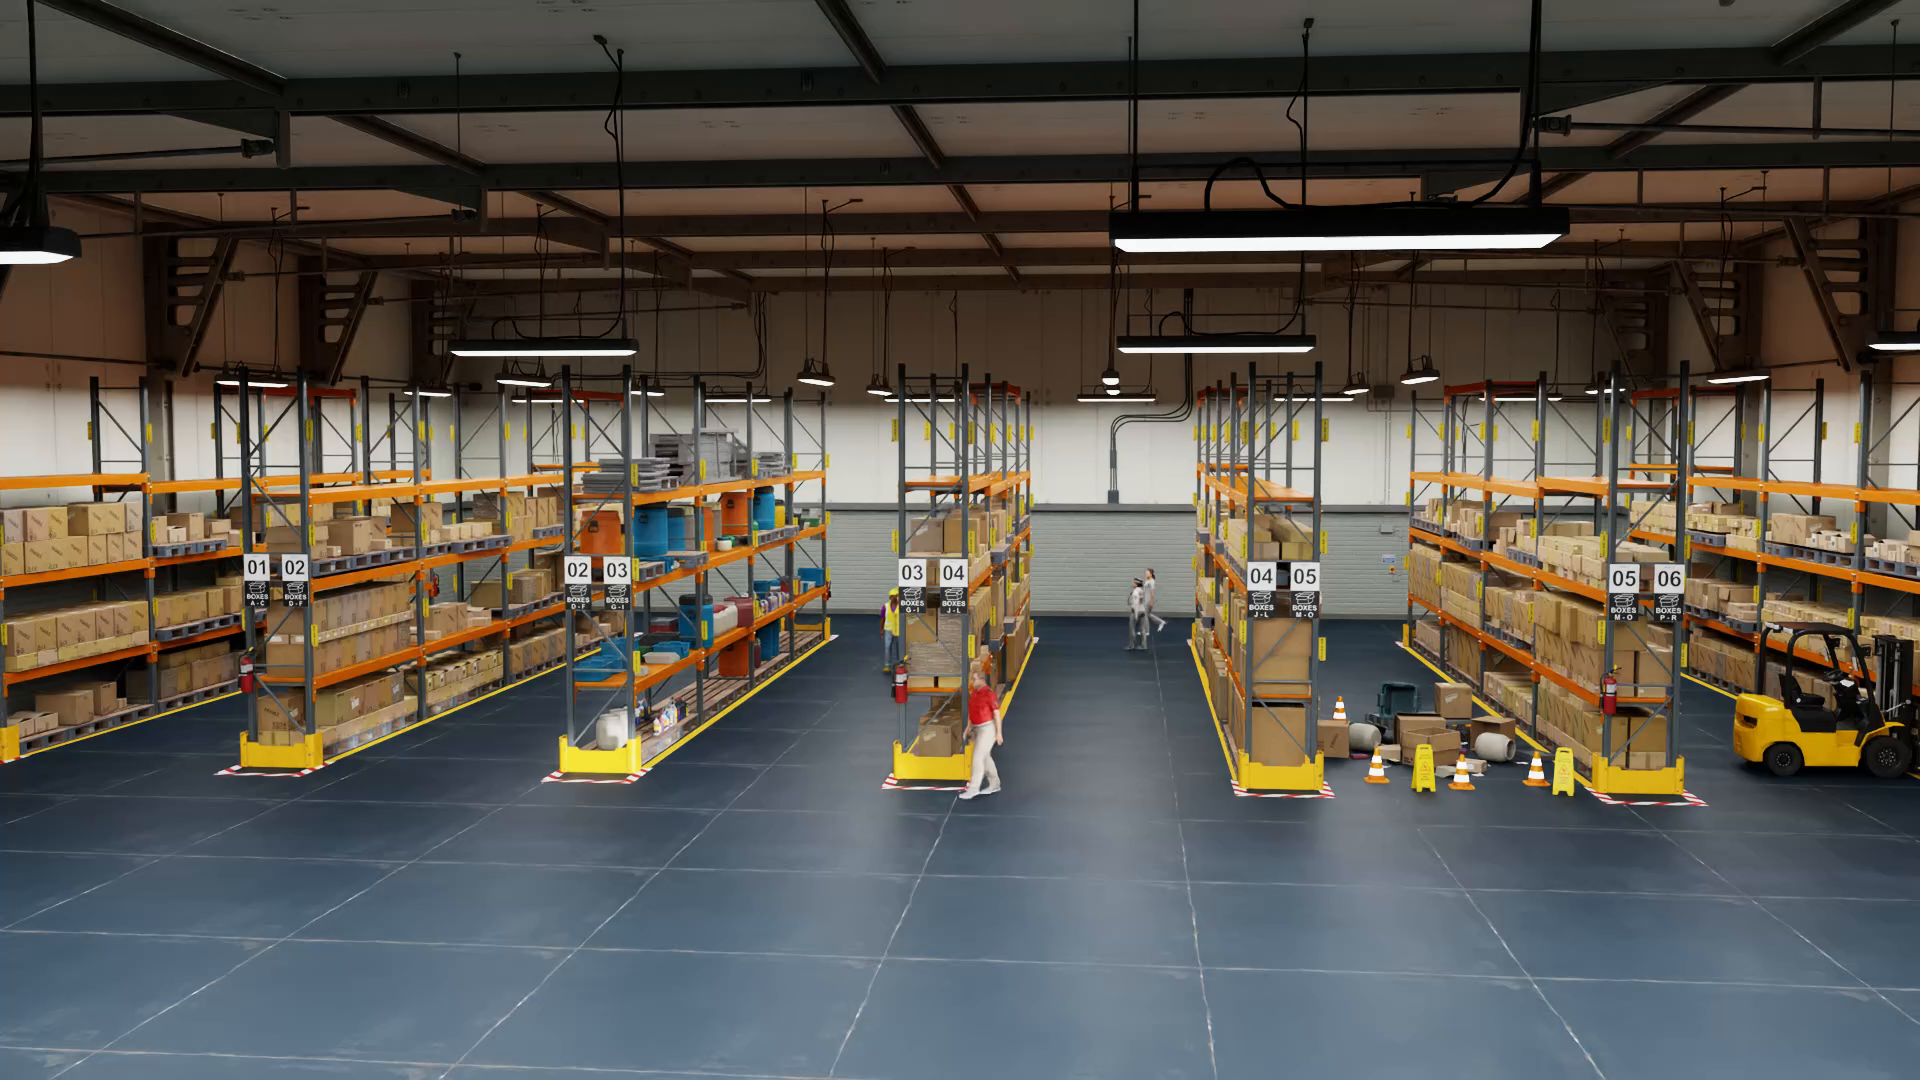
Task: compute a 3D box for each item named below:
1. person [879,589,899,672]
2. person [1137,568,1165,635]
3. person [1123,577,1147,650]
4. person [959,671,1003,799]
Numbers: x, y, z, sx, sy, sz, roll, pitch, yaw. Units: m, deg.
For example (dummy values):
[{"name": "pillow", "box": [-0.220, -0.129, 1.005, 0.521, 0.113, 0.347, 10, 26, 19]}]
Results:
[{"name": "person", "box": [-1.394, 1.889, 34.845, 0.624, 1.697, 1.092, 0, 4, 0]}, {"name": "person", "box": [4.732, 1.521, 41.134, 0.708, 1.651, 0.431, 0, 4, 4]}, {"name": "person", "box": [4.069, 1.701, 38.403, 0.620, 1.700, 0.515, 3, 5, 36]}, {"name": "person", "box": [0.232, 2.669, 22.964, 0.752, 1.719, 0.606, -2, 4, -24]}]
